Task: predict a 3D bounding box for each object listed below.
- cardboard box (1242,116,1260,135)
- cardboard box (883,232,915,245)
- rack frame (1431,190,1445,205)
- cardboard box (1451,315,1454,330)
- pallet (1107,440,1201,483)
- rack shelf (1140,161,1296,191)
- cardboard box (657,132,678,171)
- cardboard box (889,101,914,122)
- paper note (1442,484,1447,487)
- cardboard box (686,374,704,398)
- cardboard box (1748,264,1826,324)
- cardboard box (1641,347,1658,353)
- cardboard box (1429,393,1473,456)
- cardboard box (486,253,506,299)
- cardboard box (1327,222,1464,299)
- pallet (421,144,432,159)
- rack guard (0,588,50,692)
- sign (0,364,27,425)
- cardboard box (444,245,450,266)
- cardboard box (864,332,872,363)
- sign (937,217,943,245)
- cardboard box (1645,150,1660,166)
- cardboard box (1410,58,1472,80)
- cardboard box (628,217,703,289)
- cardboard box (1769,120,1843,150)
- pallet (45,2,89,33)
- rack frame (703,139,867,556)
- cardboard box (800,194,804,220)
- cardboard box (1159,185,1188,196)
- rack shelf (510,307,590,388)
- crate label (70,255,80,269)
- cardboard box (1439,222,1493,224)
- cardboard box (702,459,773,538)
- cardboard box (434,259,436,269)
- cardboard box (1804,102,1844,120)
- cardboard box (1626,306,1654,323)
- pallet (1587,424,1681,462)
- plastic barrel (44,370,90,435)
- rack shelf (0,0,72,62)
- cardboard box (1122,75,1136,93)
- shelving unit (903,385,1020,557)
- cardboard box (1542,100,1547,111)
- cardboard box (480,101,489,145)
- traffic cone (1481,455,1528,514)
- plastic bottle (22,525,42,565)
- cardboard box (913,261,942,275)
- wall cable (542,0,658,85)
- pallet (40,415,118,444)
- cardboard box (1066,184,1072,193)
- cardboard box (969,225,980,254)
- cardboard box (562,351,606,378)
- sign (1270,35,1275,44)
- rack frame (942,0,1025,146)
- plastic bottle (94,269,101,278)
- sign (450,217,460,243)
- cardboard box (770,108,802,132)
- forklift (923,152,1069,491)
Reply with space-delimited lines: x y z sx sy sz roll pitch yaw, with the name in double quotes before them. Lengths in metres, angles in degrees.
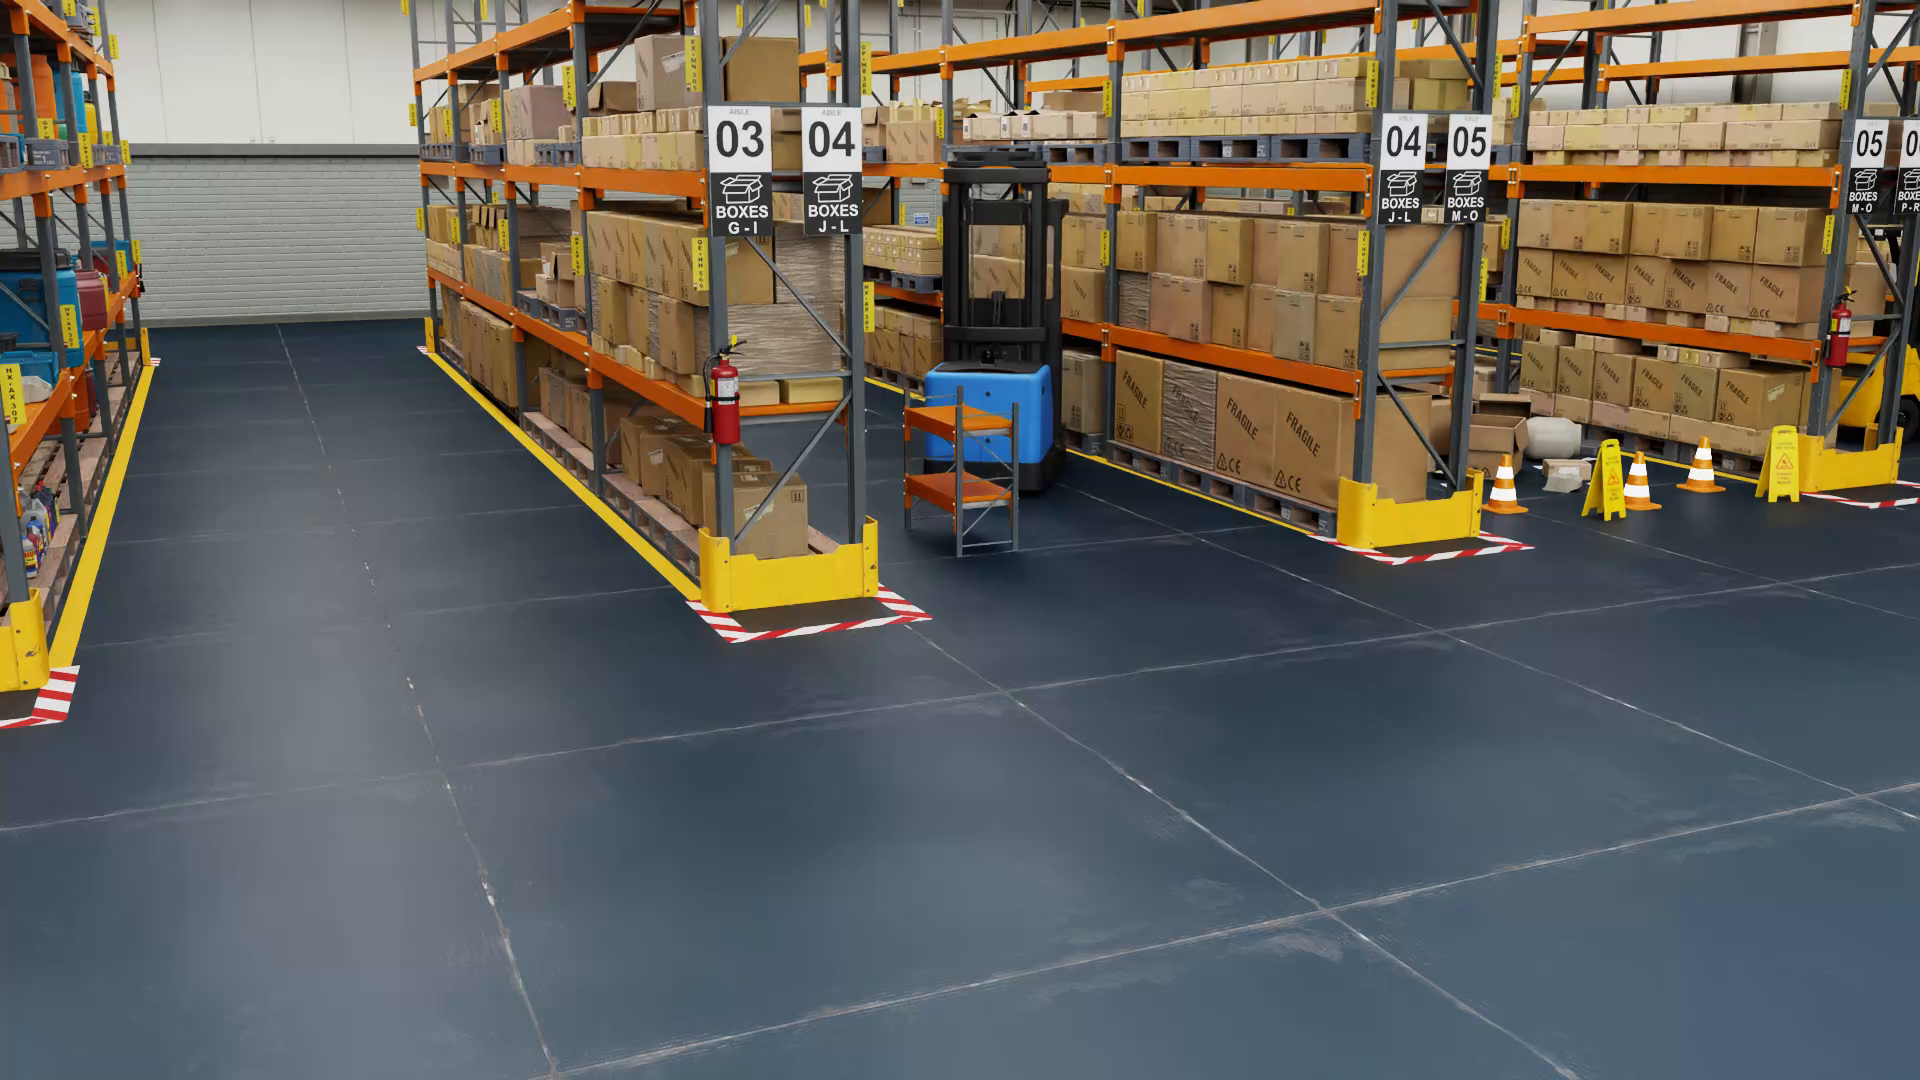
"cardboard box" 2.526 -3.374 13.549 0.380 0.149 0.250 -6 14 -23
"cardboard box" -0.748 -3.778 20.846 0.380 0.149 0.250 -6 14 -23
"rack frame" 7.712 -4.878 27.293 1.000 3.000 0.127 -6 14 -23
"cardboard box" 7.922 -3.635 26.537 0.500 0.500 0.500 -6 14 -24
"pallet" 2.108 -0.785 15.794 1.003 0.211 1.213 -6 14 -23
"rack shelf" 3.967 -5.126 23.310 1.077 0.370 4.000 -6 14 -23
"cardboard box" -1.736 -2.622 11.228 0.500 0.250 0.500 -6 14 -23
"cardboard box" -0.661 -5.341 20.724 0.396 0.266 0.258 -6 14 -23
"paper note" 4.422 -0.503 14.979 0.144 0.017 0.142 -1 13 -4
"cardboard box" -1.658 -1.071 11.402 0.380 0.149 0.250 -6 14 -23
"cardboard box" 7.503 -2.230 14.973 0.500 0.500 0.500 -6 14 -24
"cardboard box" 7.264 -1.698 17.058 0.500 0.500 0.500 -5 14 -20
"cardboard box" 4.567 -1.126 16.318 0.797 0.637 0.503 -6 14 -23
"cardboard box" -5.142 -3.046 19.157 0.500 0.500 0.500 -6 14 -25
"cardboard box" 3.365 -2.161 12.826 0.875 0.550 0.550 -6 14 -23
"pallet" -7.210 -5.626 24.069 1.003 0.211 1.213 -6 14 -23
"rack guard" -5.719 0.599 9.172 1.175 0.500 0.348 -6 14 -23
"sign" -5.140 -0.791 9.020 0.100 0.325 0.005 -6 14 -23
"cardboard box" -6.746 -3.885 22.677 0.500 0.250 0.500 -5 14 -22
"cardboard box" -1.063 -2.662 22.330 0.500 0.500 0.500 -5 14 -20
"sign" -0.220 -3.609 19.418 0.100 0.325 0.005 -6 14 -23
"cardboard box" 6.889 -3.709 16.148 0.380 0.149 0.250 -6 14 -23
"cardboard box" 3.636 -3.560 12.582 0.380 0.149 0.250 -5 14 -22
"cardboard box" -2.150 -2.137 12.351 0.500 0.500 0.500 -6 14 -23
"cardboard box" 7.521 -3.564 14.637 0.500 0.250 0.500 -6 14 -24
"pallet" -9.111 -5.048 16.027 1.213 0.211 1.003 -6 14 -23
"rack frame" -1.107 -1.054 10.773 1.000 3.000 0.127 -6 14 -23
"cardboard box" -1.977 -4.820 23.947 0.500 0.500 0.500 -6 14 -25
"cardboard box" 3.277 -5.369 25.539 0.380 0.149 0.250 -6 14 -24
"rack shelf" -3.511 -1.944 16.210 1.077 0.370 4.000 -6 14 -23
"crate label" -12.258 -3.780 22.786 0.416 0.233 0.303 -6 14 -23
"cardboard box" 5.775 -3.351 18.884 0.500 0.500 0.500 -6 14 -23
"cardboard box" -1.613 -0.292 12.092 0.500 0.500 0.500 -2 13 -8
"cardboard box" -7.364 -3.975 23.949 0.380 0.149 0.250 -6 14 -24
"cardboard box" 7.567 -3.720 14.428 0.380 0.149 0.250 -5 14 -22
"cardboard box" 6.833 -2.245 16.474 0.380 0.149 0.250 -6 14 -23
"pallet" 7.165 -1.029 16.849 1.003 0.211 1.213 -6 14 -23
"plastic barrel" -9.062 -1.507 16.609 0.600 0.830 0.708 -6 14 -23
"rack shelf" -8.049 -4.224 13.646 1.077 0.370 4.000 -6 14 -23
"cardboard box" 1.710 -4.183 15.273 0.380 0.149 0.250 -5 14 -22
"shelving unit" -0.003 -0.549 12.749 0.538 1.125 1.048 -6 14 -23
"cardboard box" 6.295 -4.871 18.905 0.500 0.250 0.500 -6 14 -24
"cardboard box" -5.150 -4.844 19.333 0.797 0.503 0.637 -6 14 -24
"traffic cone" 4.566 -0.484 13.933 0.336 0.463 0.334 -6 14 -23
"plastic bottle" -6.224 0.034 11.144 0.097 0.271 0.097 0 13 0
"cardboard box" -0.346 -3.277 20.002 0.380 0.149 0.250 -5 14 -22
"wall cable" -6.624 -10.330 30.409 2.277 5.999 0.120 -6 14 -23
"pallet" -9.204 -1.060 16.984 1.003 0.211 1.213 -6 14 -23
"cardboard box" 1.958 -5.739 27.137 0.380 0.149 0.250 -5 14 -22
"cardboard box" 0.444 -3.577 19.231 0.700 0.500 0.500 -6 14 -23
"cardboard box" -3.794 -1.825 17.006 0.500 0.250 0.500 -4 14 -17
"sign" 5.613 -9.072 29.861 0.100 0.325 0.005 -6 14 -23
"rack frame" 0.273 -6.057 19.084 1.000 3.000 0.127 -6 14 -23
"plastic bottle" -9.710 -2.864 18.700 0.144 0.351 0.185 -6 14 -23
"sign" -6.422 -3.944 21.161 0.100 0.325 0.005 -6 14 -23
"cardboard box" -1.006 -2.715 10.743 0.380 0.149 0.250 -6 14 -23
"forklift" 0.426 -2.137 15.602 1.130 2.935 3.031 2 13 9
